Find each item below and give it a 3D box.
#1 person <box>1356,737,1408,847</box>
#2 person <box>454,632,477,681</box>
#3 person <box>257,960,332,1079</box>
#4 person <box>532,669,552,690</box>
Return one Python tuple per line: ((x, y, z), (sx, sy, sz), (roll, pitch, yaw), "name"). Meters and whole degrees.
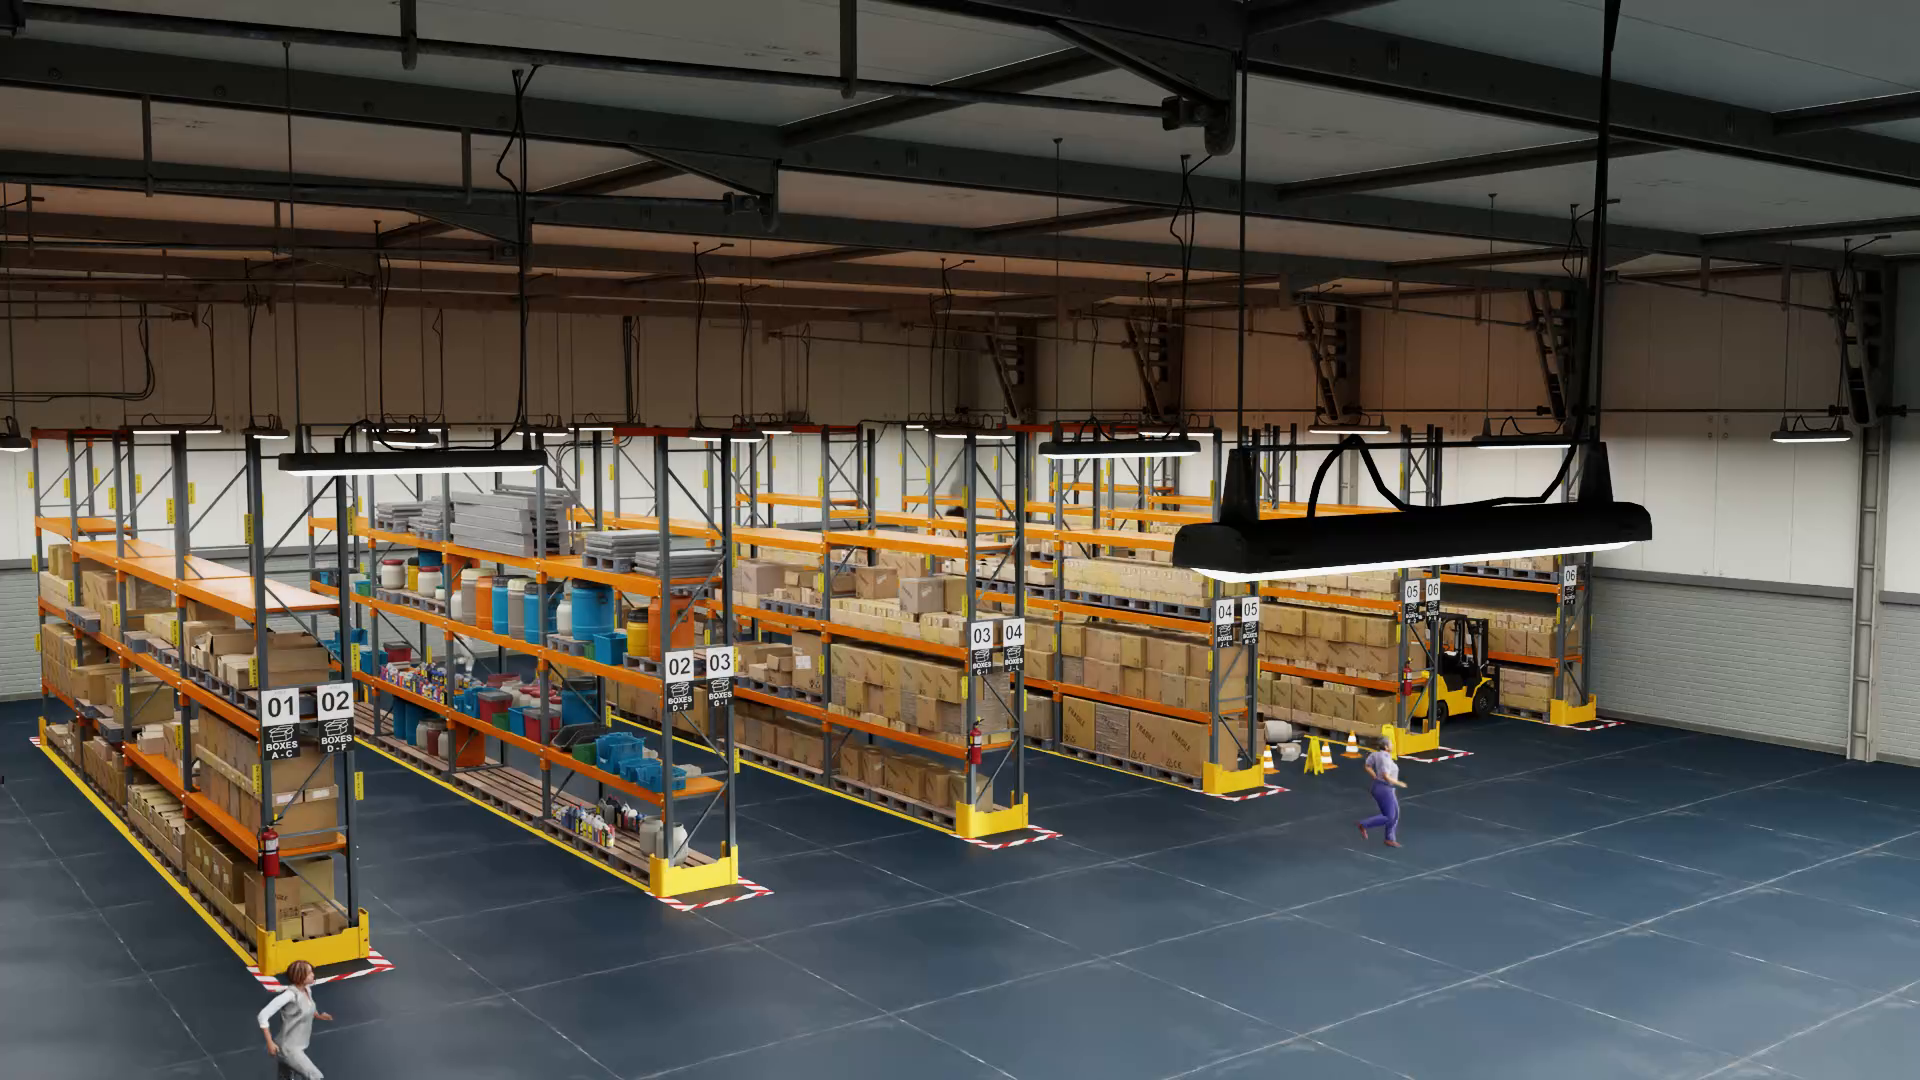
((6.068, 3.660, 24.055), (0.750, 1.645, 0.616), (0, 4, -5), "person")
((-11.633, 2.425, 38.798), (0.690, 1.752, 0.655), (-1, 5, -11), "person")
((-5.786, 4.413, 14.308), (0.872, 1.618, 0.557), (0, 5, -6), "person")
((-7.753, 3.116, 30.992), (0.542, 1.565, 0.522), (-4, 6, -44), "person")
